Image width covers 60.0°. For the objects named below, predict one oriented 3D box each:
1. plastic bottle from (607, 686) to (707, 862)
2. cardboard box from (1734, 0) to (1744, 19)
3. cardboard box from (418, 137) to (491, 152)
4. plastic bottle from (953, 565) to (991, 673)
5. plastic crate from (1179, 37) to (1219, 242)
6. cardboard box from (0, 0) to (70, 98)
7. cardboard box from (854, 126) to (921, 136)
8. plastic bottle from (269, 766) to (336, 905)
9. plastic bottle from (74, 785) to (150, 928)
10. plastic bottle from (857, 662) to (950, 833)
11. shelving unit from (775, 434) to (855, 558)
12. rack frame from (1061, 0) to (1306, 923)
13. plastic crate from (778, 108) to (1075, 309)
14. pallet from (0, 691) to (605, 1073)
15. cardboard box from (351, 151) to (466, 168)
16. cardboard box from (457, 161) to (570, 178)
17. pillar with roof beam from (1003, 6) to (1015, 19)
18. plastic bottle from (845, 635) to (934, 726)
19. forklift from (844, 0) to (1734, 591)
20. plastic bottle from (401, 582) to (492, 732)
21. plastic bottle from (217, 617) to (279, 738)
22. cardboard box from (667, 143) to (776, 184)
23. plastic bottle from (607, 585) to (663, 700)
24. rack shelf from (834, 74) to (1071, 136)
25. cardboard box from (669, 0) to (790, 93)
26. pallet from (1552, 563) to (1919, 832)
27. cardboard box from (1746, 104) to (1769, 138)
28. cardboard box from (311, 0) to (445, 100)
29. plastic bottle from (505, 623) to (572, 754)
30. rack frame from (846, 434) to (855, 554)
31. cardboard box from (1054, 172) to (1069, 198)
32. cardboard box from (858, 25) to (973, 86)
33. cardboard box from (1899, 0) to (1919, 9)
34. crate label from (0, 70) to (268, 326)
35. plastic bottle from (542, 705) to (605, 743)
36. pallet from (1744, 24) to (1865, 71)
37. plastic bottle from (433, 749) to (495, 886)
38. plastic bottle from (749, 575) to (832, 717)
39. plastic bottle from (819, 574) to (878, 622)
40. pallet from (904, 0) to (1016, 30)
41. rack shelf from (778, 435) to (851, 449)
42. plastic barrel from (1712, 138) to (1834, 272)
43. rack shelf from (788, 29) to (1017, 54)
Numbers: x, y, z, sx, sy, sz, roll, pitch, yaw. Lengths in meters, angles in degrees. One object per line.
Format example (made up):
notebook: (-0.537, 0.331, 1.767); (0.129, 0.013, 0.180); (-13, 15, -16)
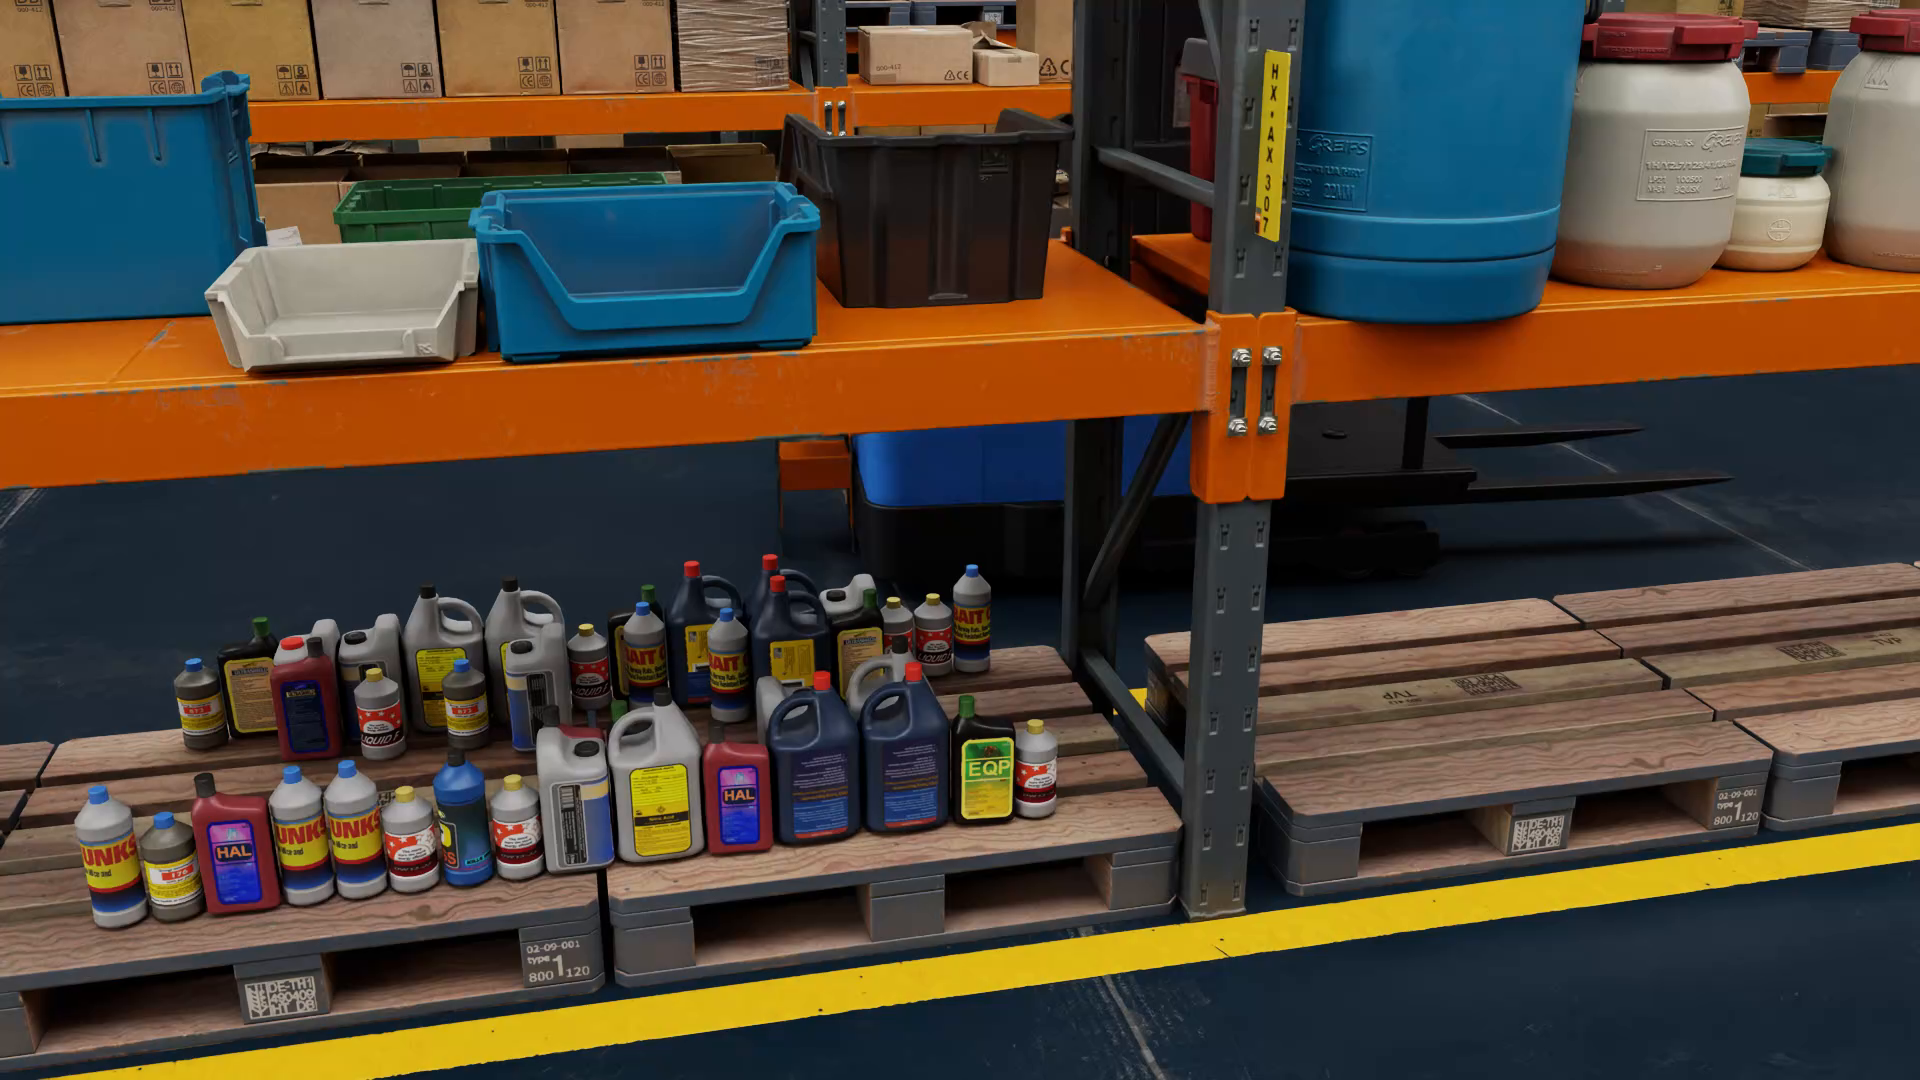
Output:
plastic bottle: (-0.620, 0.467, 3.389); (0.185, 0.351, 0.144); (-5, 21, -13)
cardboard box: (6.479, -4.886, 14.355); (0.700, 0.700, 0.980); (-4, 21, -12)
cardboard box: (-3.757, -2.902, 12.369); (0.500, 0.500, 0.700); (-6, 21, -16)
plastic bottle: (0.031, 0.195, 4.248); (0.097, 0.271, 0.097); (0, 20, 0)
plastic crate: (0.842, -0.929, 3.896); (0.583, 0.464, 0.402); (-5, 21, -12)
cardboard box: (-4.130, -2.179, 7.258); (0.500, 0.500, 0.700); (-5, 21, -12)
cardboard box: (-0.634, -3.229, 13.262); (0.500, 0.500, 0.700); (-5, 21, -14)
plastic bottle: (-1.281, 0.567, 3.234); (0.097, 0.271, 0.097); (0, 20, 0)
plastic bottle: (-1.615, 0.594, 3.159); (0.097, 0.271, 0.097); (0, 20, 0)
plastic bottle: (-0.119, 0.427, 3.501); (0.185, 0.351, 0.144); (-5, 21, -14)
shelving unit: (-0.497, -0.473, 5.580); (0.252, 1.050, 0.215); (-3, 20, -7)
rack frame: (0.442, -0.758, 3.523); (0.127, 3.000, 1.000); (-5, 21, -12)
plastic crate: (-0.097, -0.730, 3.537); (0.504, 0.338, 0.767); (-5, 21, -12)
pallet: (-1.411, 0.688, 3.629); (1.213, 0.211, 1.003); (-5, 21, -12)
cardboard box: (-2.677, -1.623, 8.182); (0.500, 0.500, 0.500); (-5, 21, -12)
cardboard box: (-2.071, -1.488, 7.813); (0.500, 0.500, 0.500); (-5, 21, -12)
pillar with roof beam: (1.581, -5.953, 8.984); (0.400, 9.000, 9.100); (-5, 21, -12)
plastic bottle: (-0.152, 0.378, 3.632); (0.185, 0.351, 0.144); (-5, 21, -12)
forklift: (1.138, -1.426, 5.446); (3.031, 2.935, 1.130); (-3, 20, -7)
plastic bottle: (-1.218, 0.267, 3.935); (0.185, 0.351, 0.144); (-4, 20, -10)
plastic bottle: (-1.655, 0.320, 3.890); (0.133, 0.283, 0.061); (-4, 21, -11)
cardboard box: (-1.218, -1.743, 8.508); (0.500, 0.500, 0.500); (-5, 21, -12)
plastic bottle: (-0.793, 0.250, 4.081); (0.133, 0.283, 0.061); (-4, 20, -10)
rack shelf: (1.252, -2.237, 8.606); (4.000, 0.370, 1.077); (-5, 21, -12)
cardboard box: (-1.125, -2.426, 7.931); (0.500, 0.500, 0.700); (-5, 21, -14)
pallet: (2.387, 0.378, 4.475); (1.213, 0.211, 1.003); (-5, 21, -12)
cardboard box: (6.699, -3.756, 14.730); (0.500, 0.500, 0.700); (-4, 21, -12)
cardboard box: (-2.624, -2.303, 7.595); (0.500, 0.500, 0.700); (-4, 21, -11)
plastic bottle: (-0.978, 0.335, 3.858); (0.135, 0.276, 0.152); (-5, 21, -12)
rack frame: (-0.377, -0.479, 5.596); (0.008, 1.050, 0.200); (-3, 20, -7)
cardboard box: (0.625, -1.796, 8.928); (0.500, 0.311, 0.500); (-5, 21, -13)
cardboard box: (-0.226, -2.400, 8.222); (0.500, 0.250, 0.500); (-3, 20, -9)
cardboard box: (5.386, -3.133, 9.251); (0.500, 0.500, 0.700); (-10, 23, -26)
crate label: (-1.722, -0.694, 3.298); (0.616, 0.435, 0.502); (-5, 21, -12)
plastic bottle: (-0.804, 0.475, 3.467); (0.133, 0.283, 0.061); (-5, 21, -12)
pallet: (5.090, -2.798, 9.372); (1.213, 0.211, 1.003); (-5, 21, -12)
plastic bottle: (-0.987, 0.543, 3.299); (0.097, 0.271, 0.097); (0, 20, 0)
plastic bottle: (-0.406, 0.252, 3.976); (0.185, 0.351, 0.144); (-5, 21, -12)
plastic bottle: (-0.278, 0.228, 4.153); (0.135, 0.276, 0.152); (-4, 20, -11)
pallet: (0.138, -4.130, 13.008); (1.213, 0.211, 1.003); (-5, 21, -12)
rack shelf: (-0.497, -0.463, 5.584); (0.240, 0.259, 0.215); (-3, 20, -7)
plastic barrel: (1.765, -0.747, 3.693); (0.301, 0.262, 0.301); (0, 20, 0)
rack shelf: (0.108, -3.895, 13.132); (4.000, 0.370, 1.077); (-5, 21, -12)
